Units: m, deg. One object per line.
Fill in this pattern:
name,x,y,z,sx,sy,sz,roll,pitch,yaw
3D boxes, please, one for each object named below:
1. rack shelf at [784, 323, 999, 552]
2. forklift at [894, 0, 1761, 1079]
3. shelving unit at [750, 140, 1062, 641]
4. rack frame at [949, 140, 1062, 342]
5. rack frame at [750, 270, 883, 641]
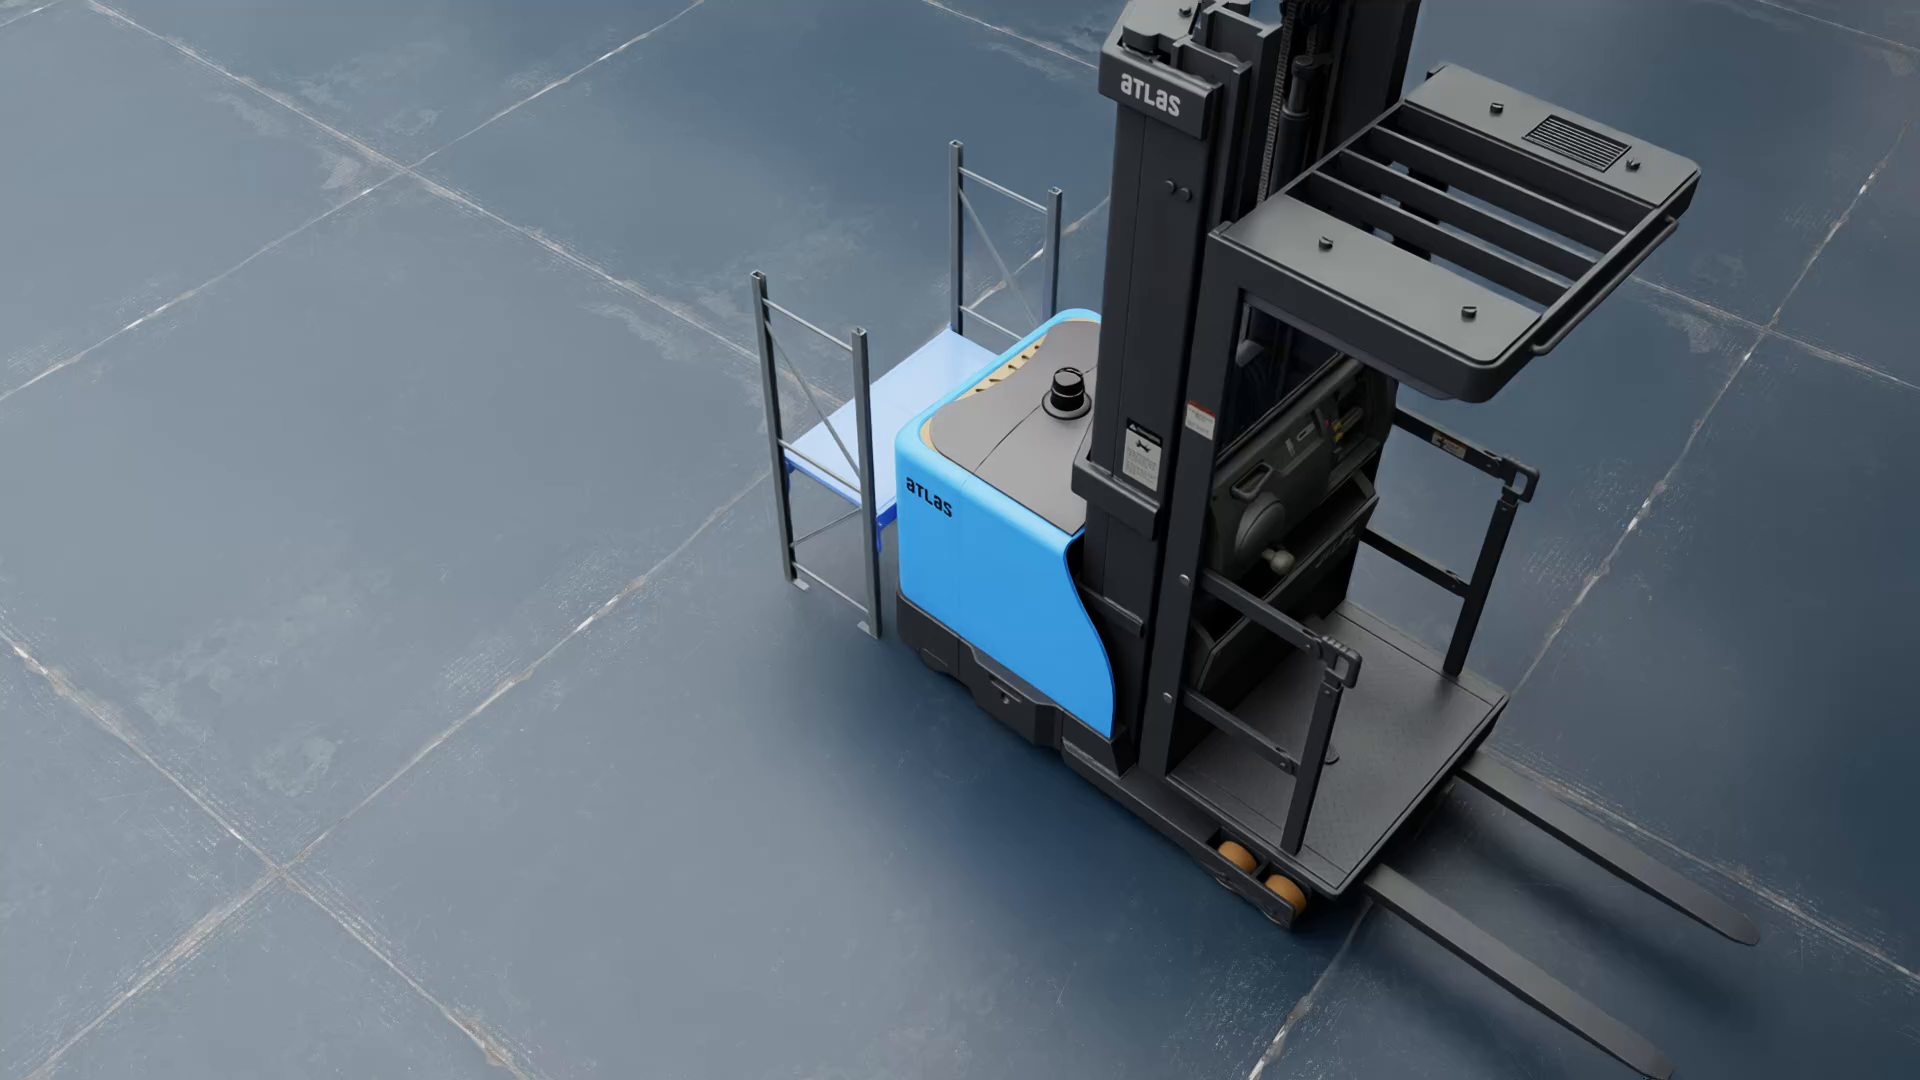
rack shelf,-0.168,-0.414,6.357,0.538,0.185,1.000,32,54,27
forklift,1.190,-0.171,4.887,3.031,2.935,1.130,33,55,28
shelving unit,-0.168,-0.538,6.226,0.538,1.500,1.048,32,54,27
rack frame,0.161,-0.818,6.494,0.500,1.500,0.032,32,54,27
rack frame,-0.497,-0.258,5.959,0.500,1.500,0.032,32,54,27
